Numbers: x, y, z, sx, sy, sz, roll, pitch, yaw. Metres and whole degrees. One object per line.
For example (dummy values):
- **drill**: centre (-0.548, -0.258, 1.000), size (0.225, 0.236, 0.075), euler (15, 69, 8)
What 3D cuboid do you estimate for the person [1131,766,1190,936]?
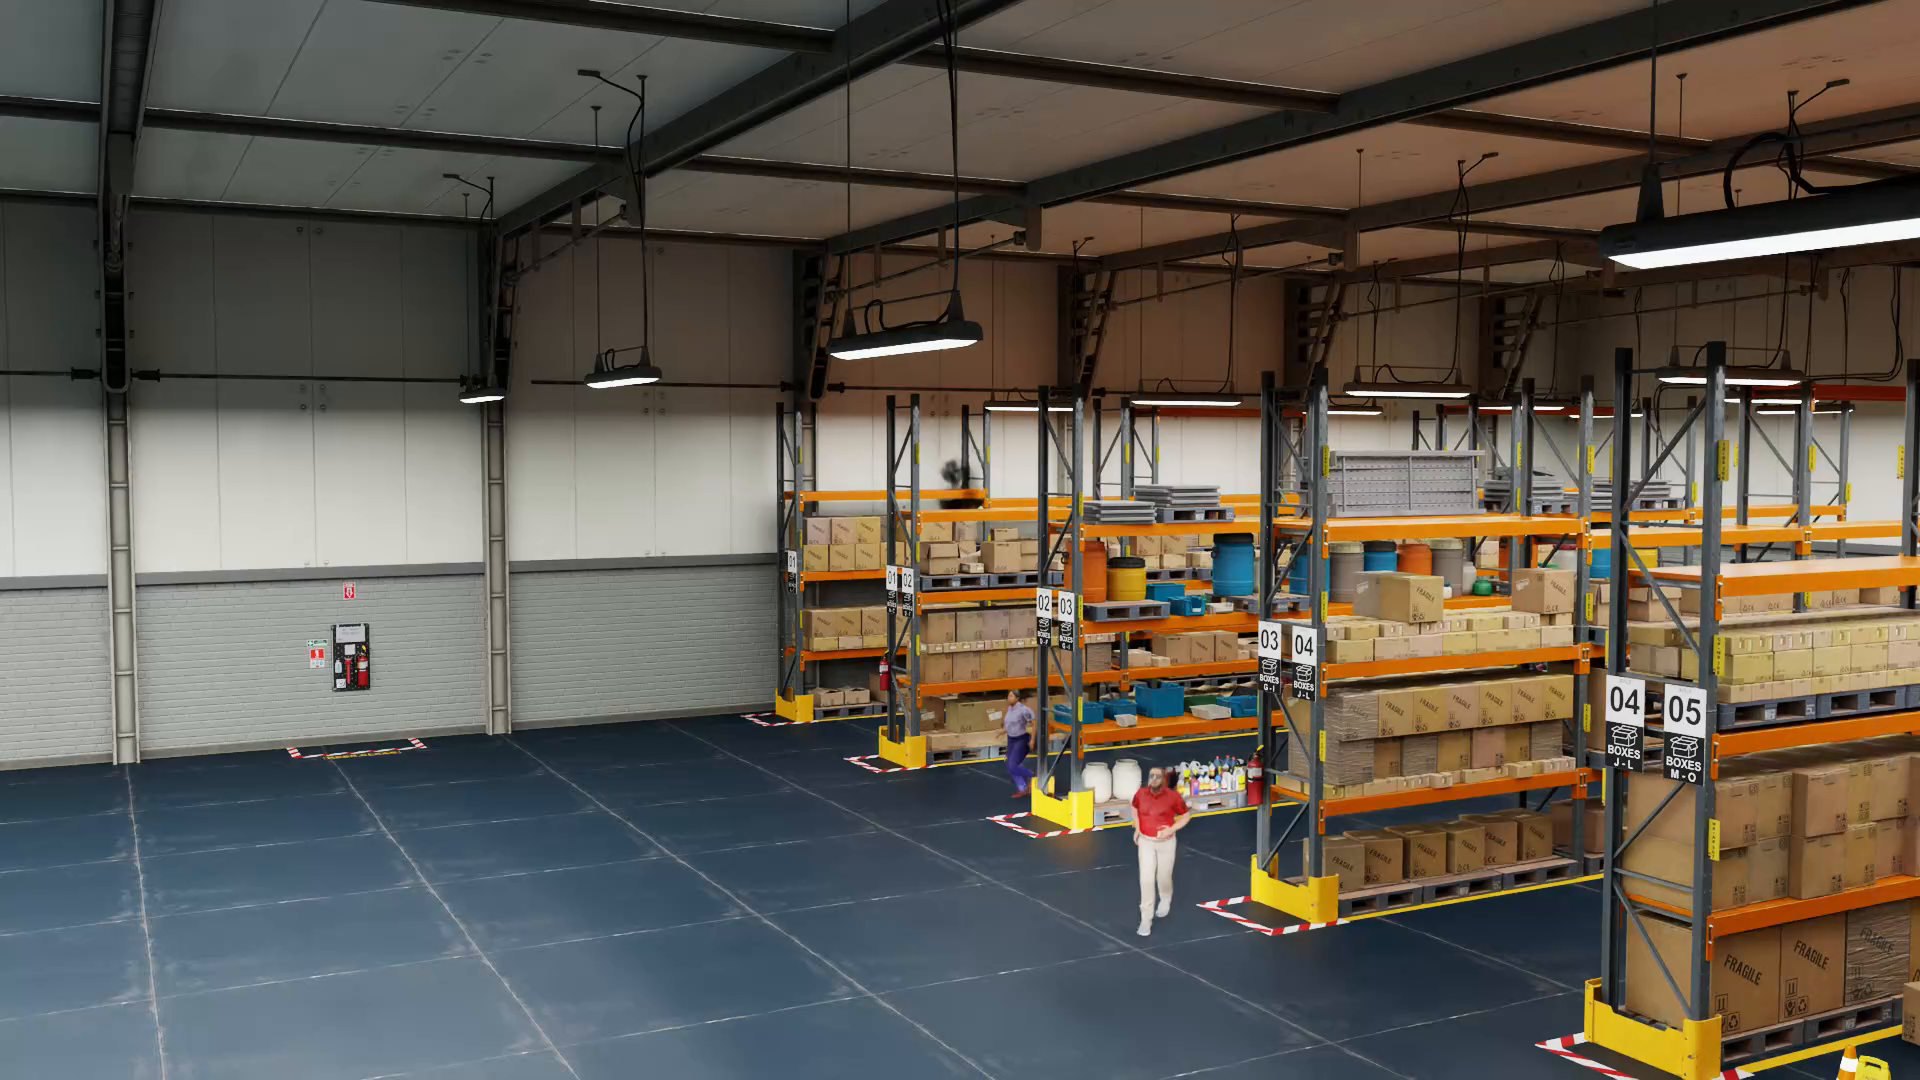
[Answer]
- **person**: centre (2.131, 3.275, 17.801), size (0.654, 1.734, 0.847), euler (1, 3, 15)

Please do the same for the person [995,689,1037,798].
- **person**: centre (0.833, 2.989, 24.393), size (0.584, 1.607, 0.604), euler (-2, 4, -32)
